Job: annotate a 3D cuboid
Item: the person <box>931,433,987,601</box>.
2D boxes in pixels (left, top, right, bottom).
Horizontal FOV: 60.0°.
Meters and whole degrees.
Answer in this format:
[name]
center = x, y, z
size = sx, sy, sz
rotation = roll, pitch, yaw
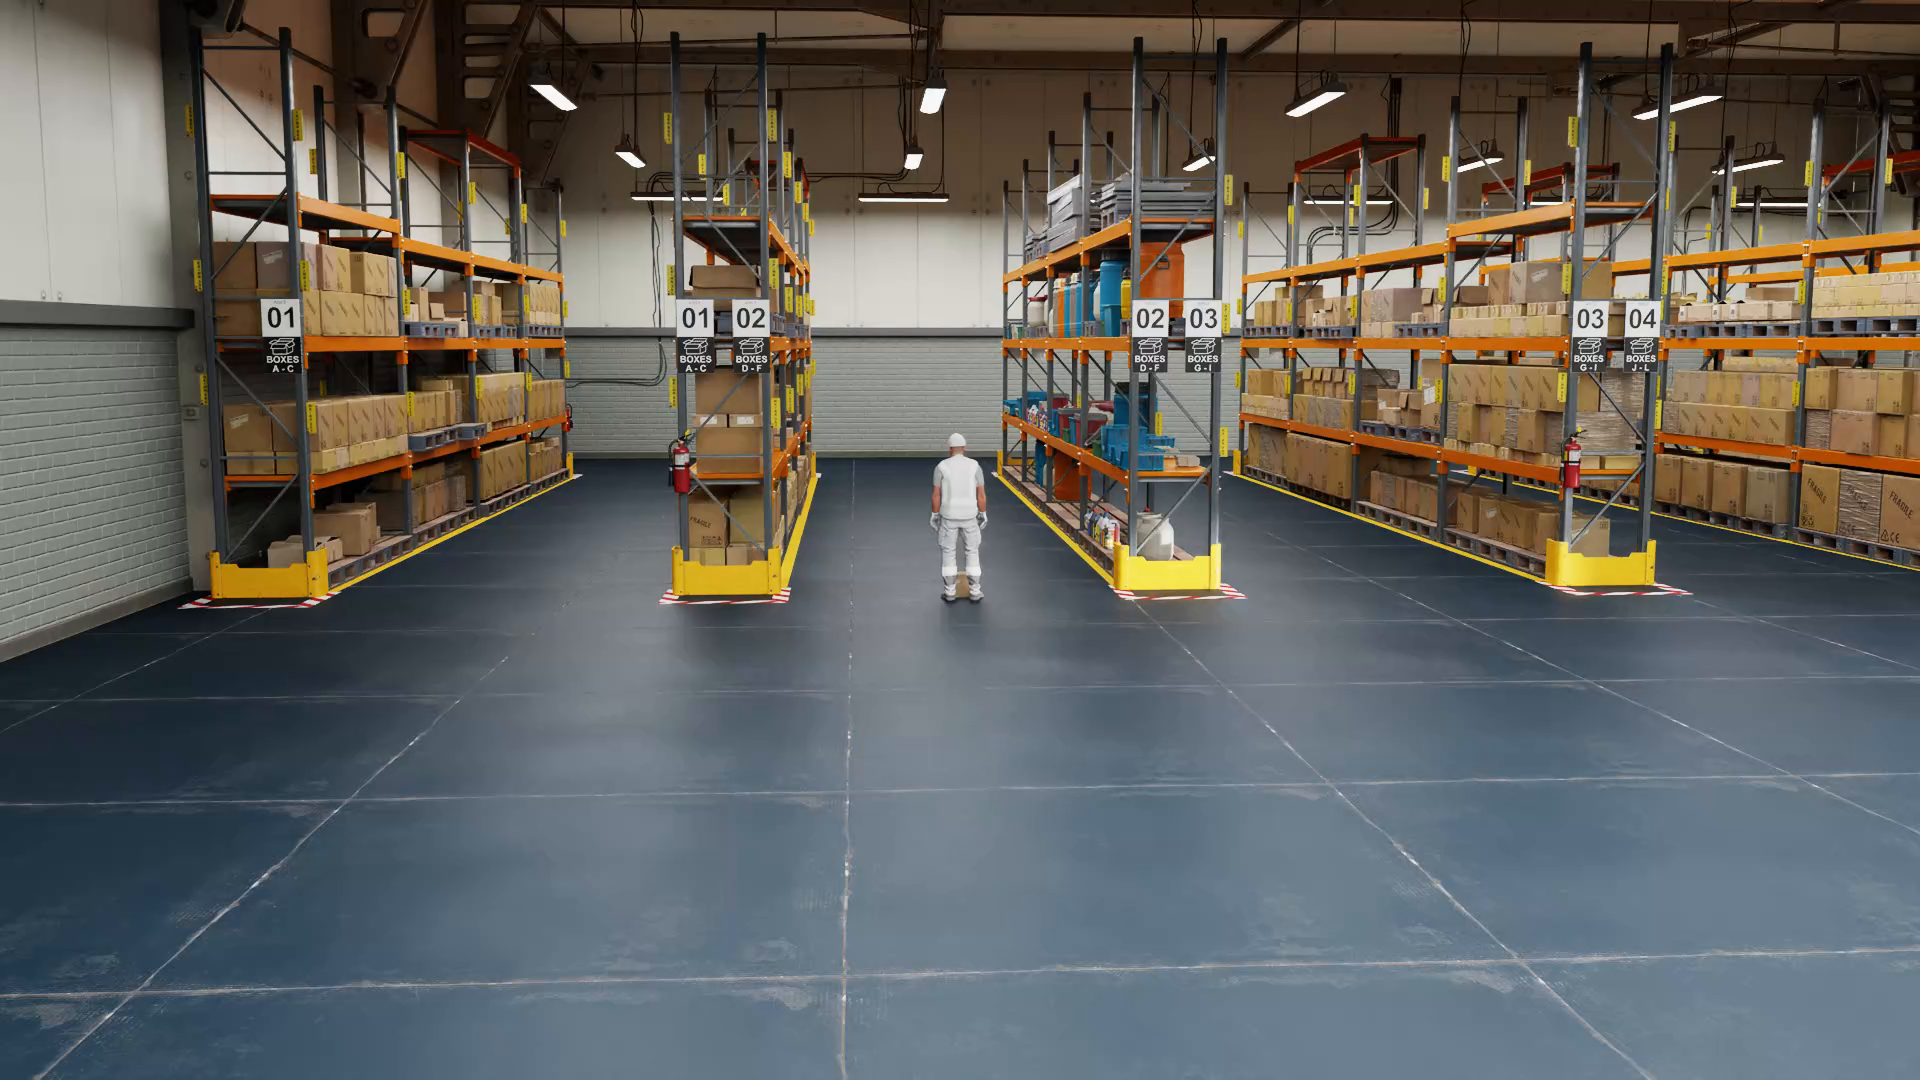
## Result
[person]
center = -0.009, -0.249, 17.768
size = 0.608, 1.780, 0.448
rotation = 0, 7, -3
